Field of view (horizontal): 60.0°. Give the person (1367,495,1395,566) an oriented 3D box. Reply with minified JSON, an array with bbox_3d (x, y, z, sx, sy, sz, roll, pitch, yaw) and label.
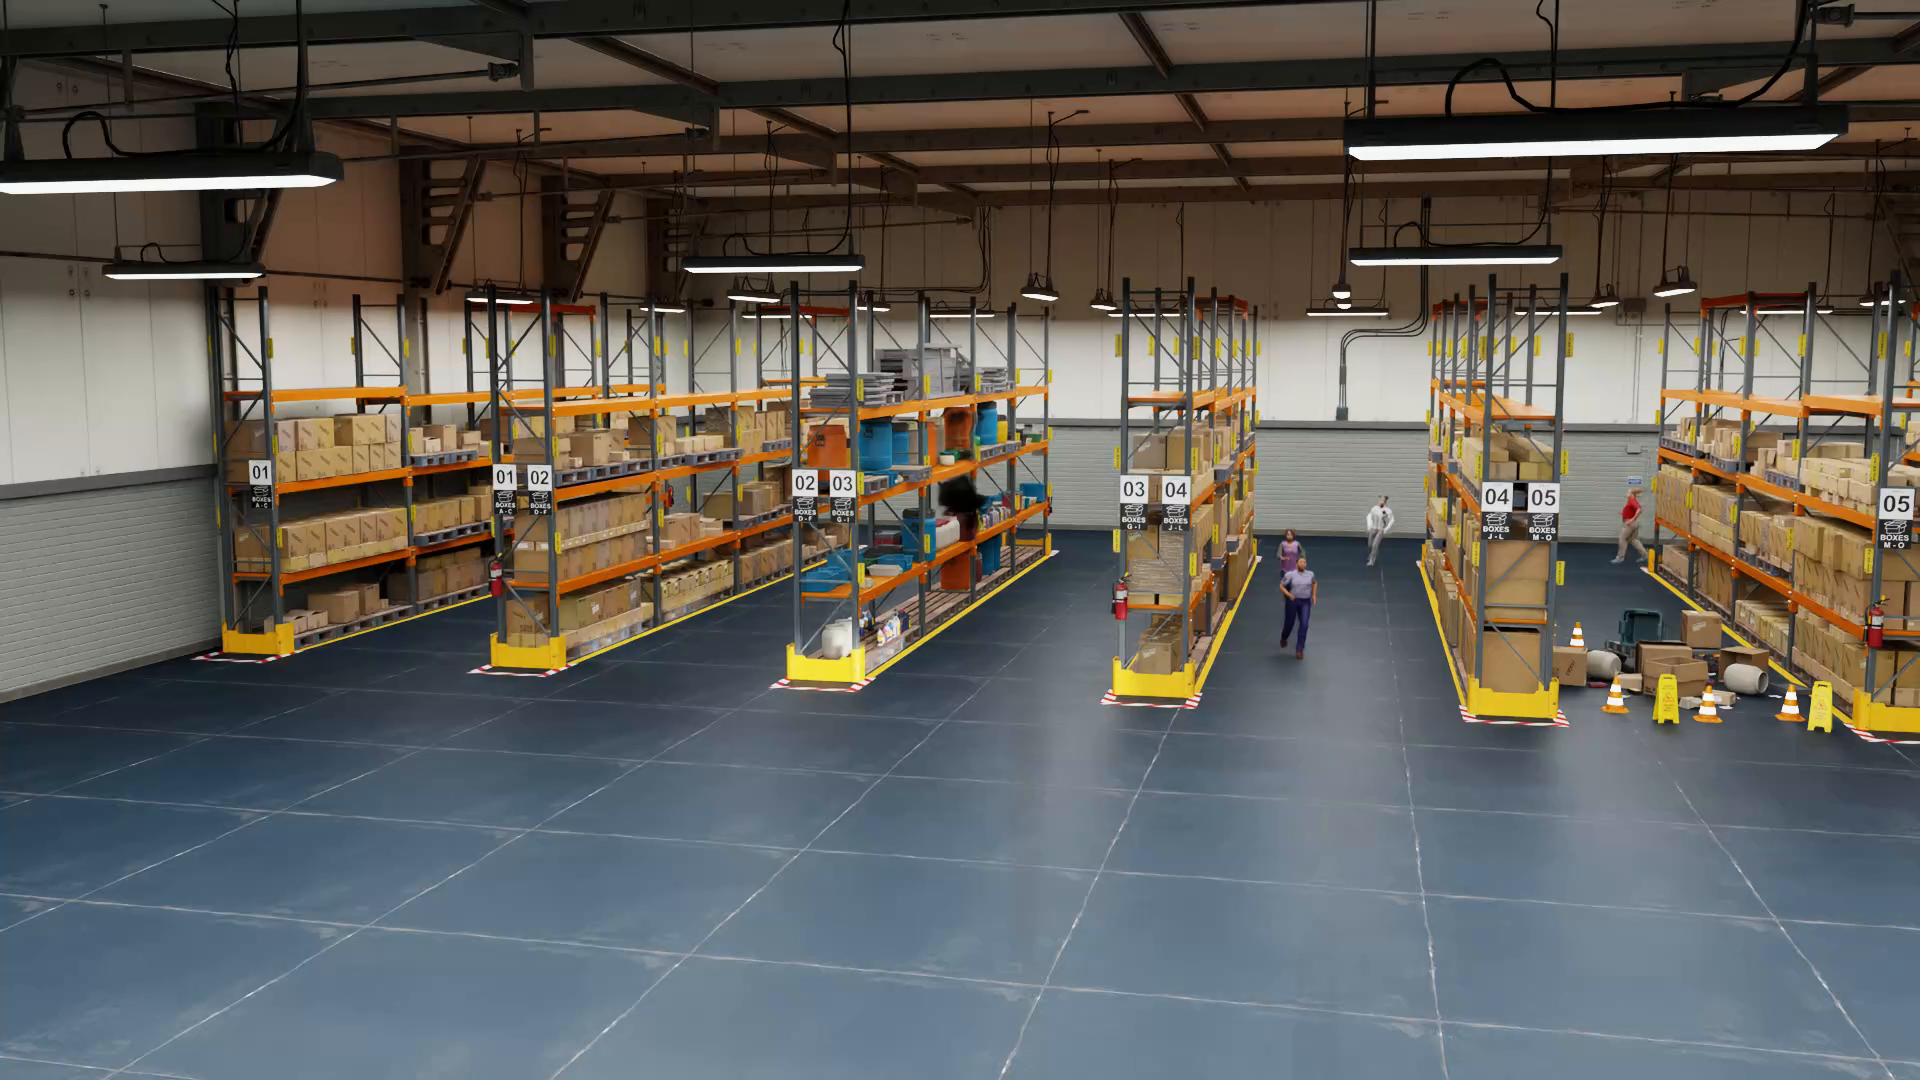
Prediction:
[{"bbox_3d":[9.762,-0.242,38.593,0.649,1.647,0.589,4,8,29],"label":"person"}]

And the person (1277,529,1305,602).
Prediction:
[{"bbox_3d":[6.255,0.592,31.509,0.509,1.604,0.667,2,7,17],"label":"person"}]

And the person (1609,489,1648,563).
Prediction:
[{"bbox_3d":[15.635,-0.313,38.730,0.854,1.750,0.673,4,8,30],"label":"person"}]

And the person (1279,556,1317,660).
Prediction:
[{"bbox_3d":[5.542,1.072,27.176,0.643,1.641,0.959,0,7,0],"label":"person"}]
